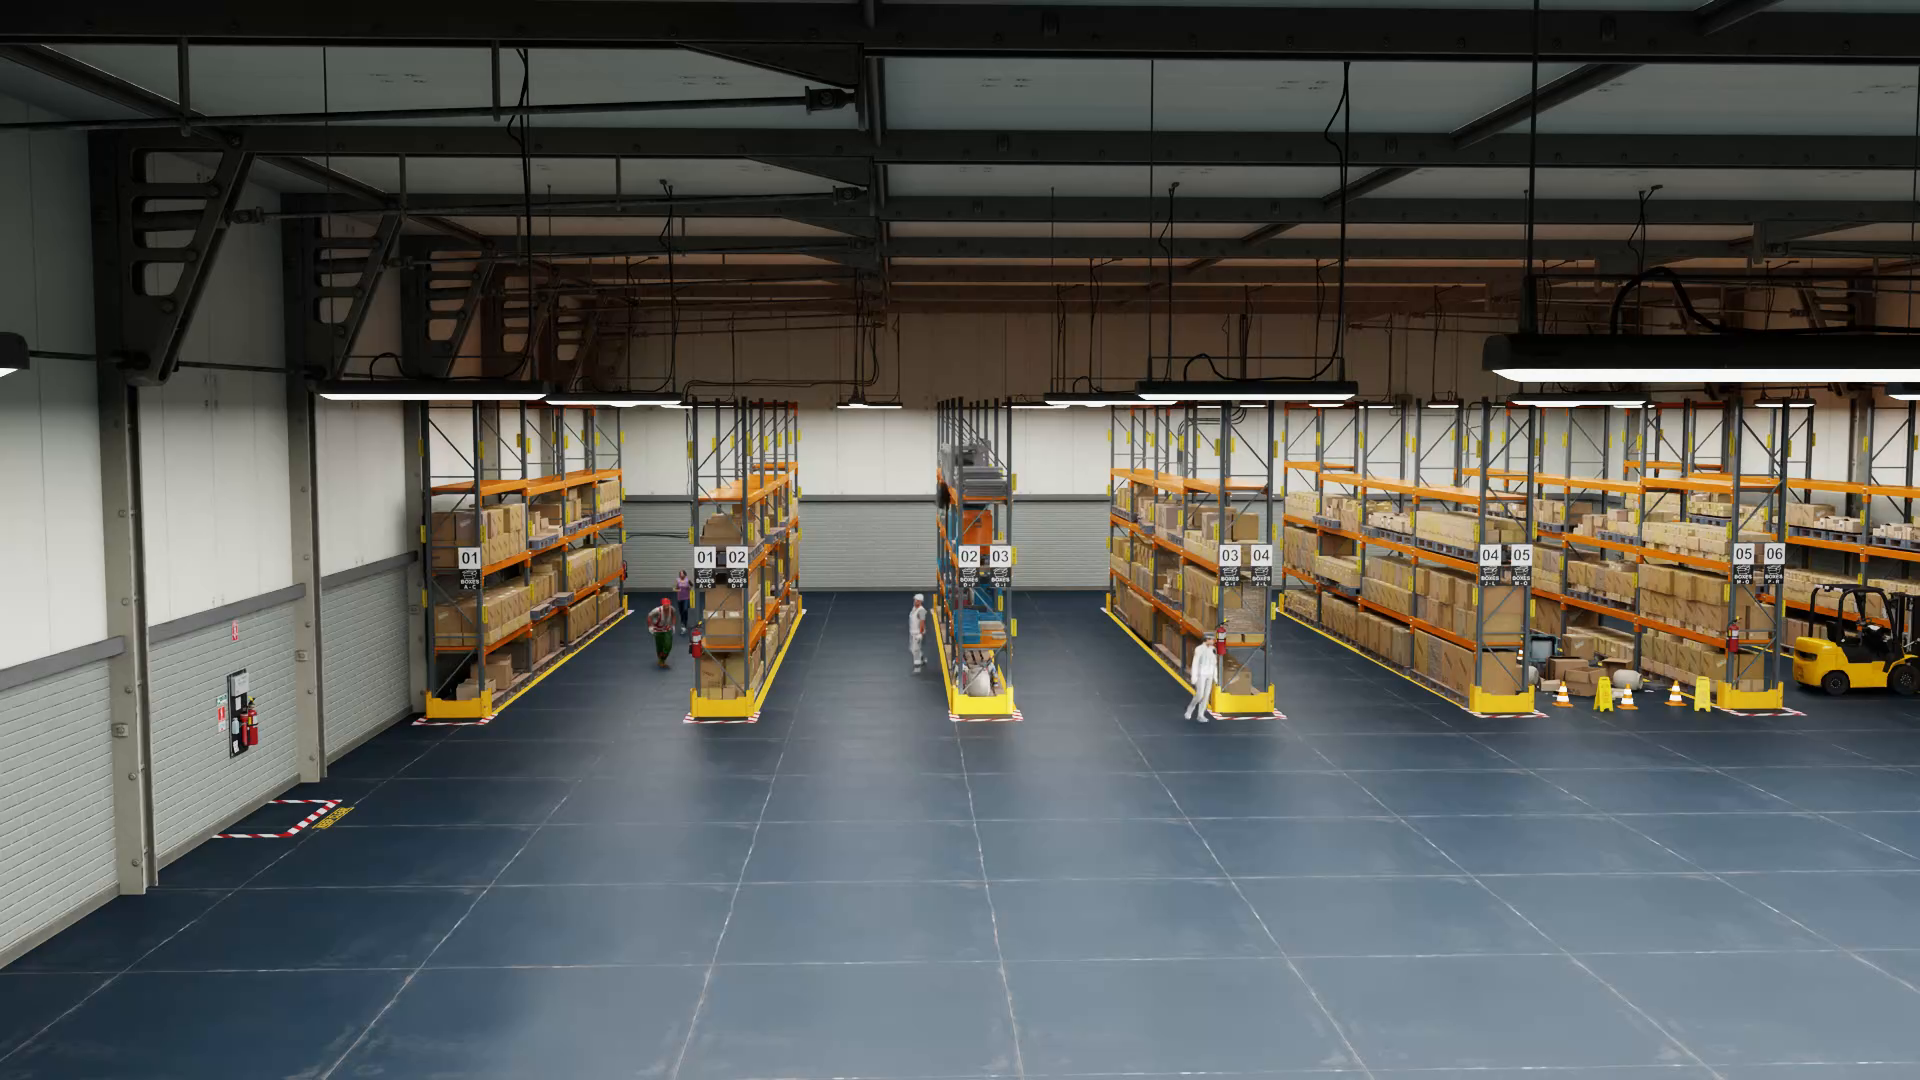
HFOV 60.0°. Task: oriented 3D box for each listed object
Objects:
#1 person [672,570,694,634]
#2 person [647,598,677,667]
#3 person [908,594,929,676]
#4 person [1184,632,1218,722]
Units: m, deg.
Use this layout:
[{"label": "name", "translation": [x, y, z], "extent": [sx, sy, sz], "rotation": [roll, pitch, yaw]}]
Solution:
[{"label": "person", "translation": [-7.187, 1.572, 43.175], "extent": [0.505, 1.626, 0.824], "rotation": [0, 4, -1]}, {"label": "person", "translation": [-6.705, 2.059, 37.327], "extent": [0.675, 1.583, 0.988], "rotation": [-2, 5, -25]}, {"label": "person", "translation": [-0.895, 2.038, 36.211], "extent": [0.640, 1.770, 0.759], "rotation": [-2, 5, -28]}, {"label": "person", "translation": [4.465, 2.516, 30.709], "extent": [0.611, 1.647, 0.450], "rotation": [-3, 5, -31]}]
